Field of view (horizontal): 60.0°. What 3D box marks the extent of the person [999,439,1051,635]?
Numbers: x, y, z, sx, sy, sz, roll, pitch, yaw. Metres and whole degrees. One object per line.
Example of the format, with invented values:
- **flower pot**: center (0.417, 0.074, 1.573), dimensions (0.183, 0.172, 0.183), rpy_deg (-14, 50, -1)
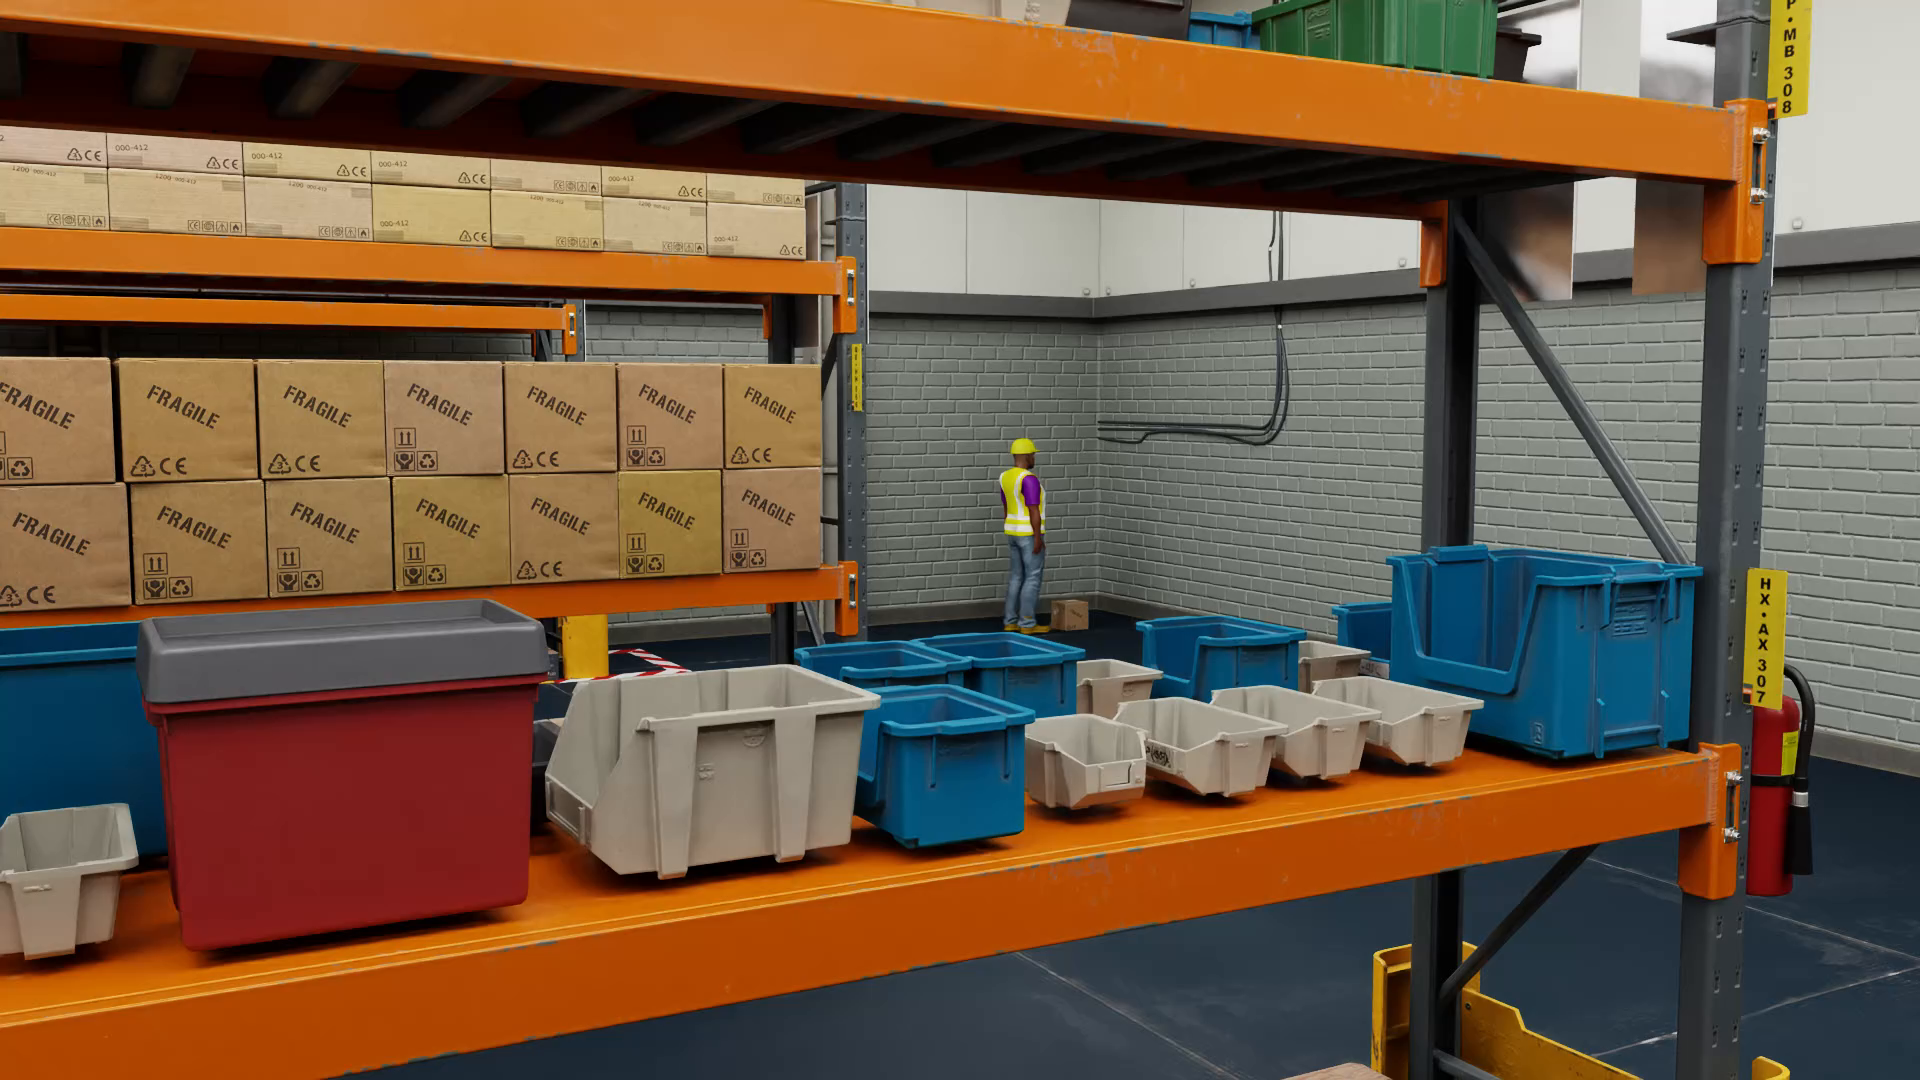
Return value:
- **person**: center (0.591, -0.035, 15.084), dimensions (0.367, 1.766, 0.562), rpy_deg (-3, 6, -27)
